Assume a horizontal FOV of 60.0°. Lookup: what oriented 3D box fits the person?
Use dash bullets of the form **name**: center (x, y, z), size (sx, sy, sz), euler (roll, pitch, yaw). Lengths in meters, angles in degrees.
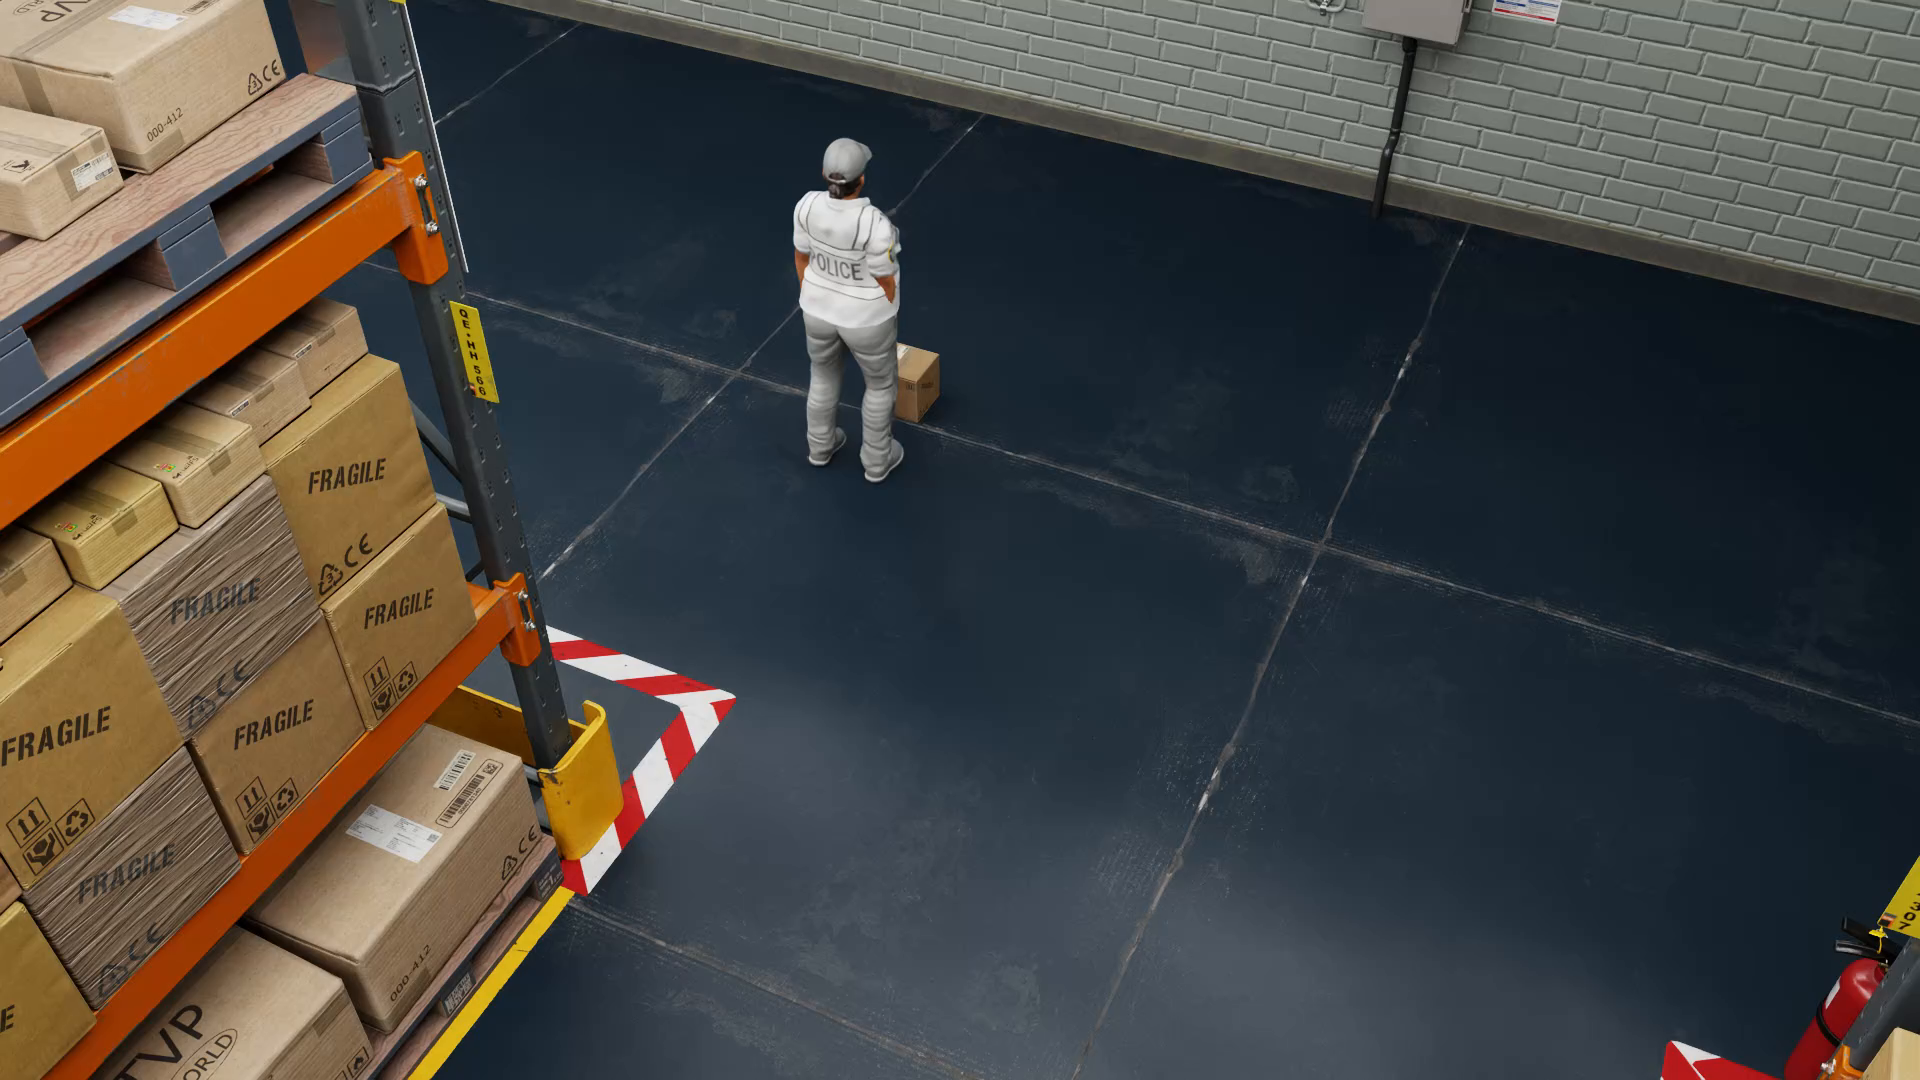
- **person**: center (-0.476, -0.997, 7.266), size (0.478, 1.673, 0.389), euler (19, 45, 19)
